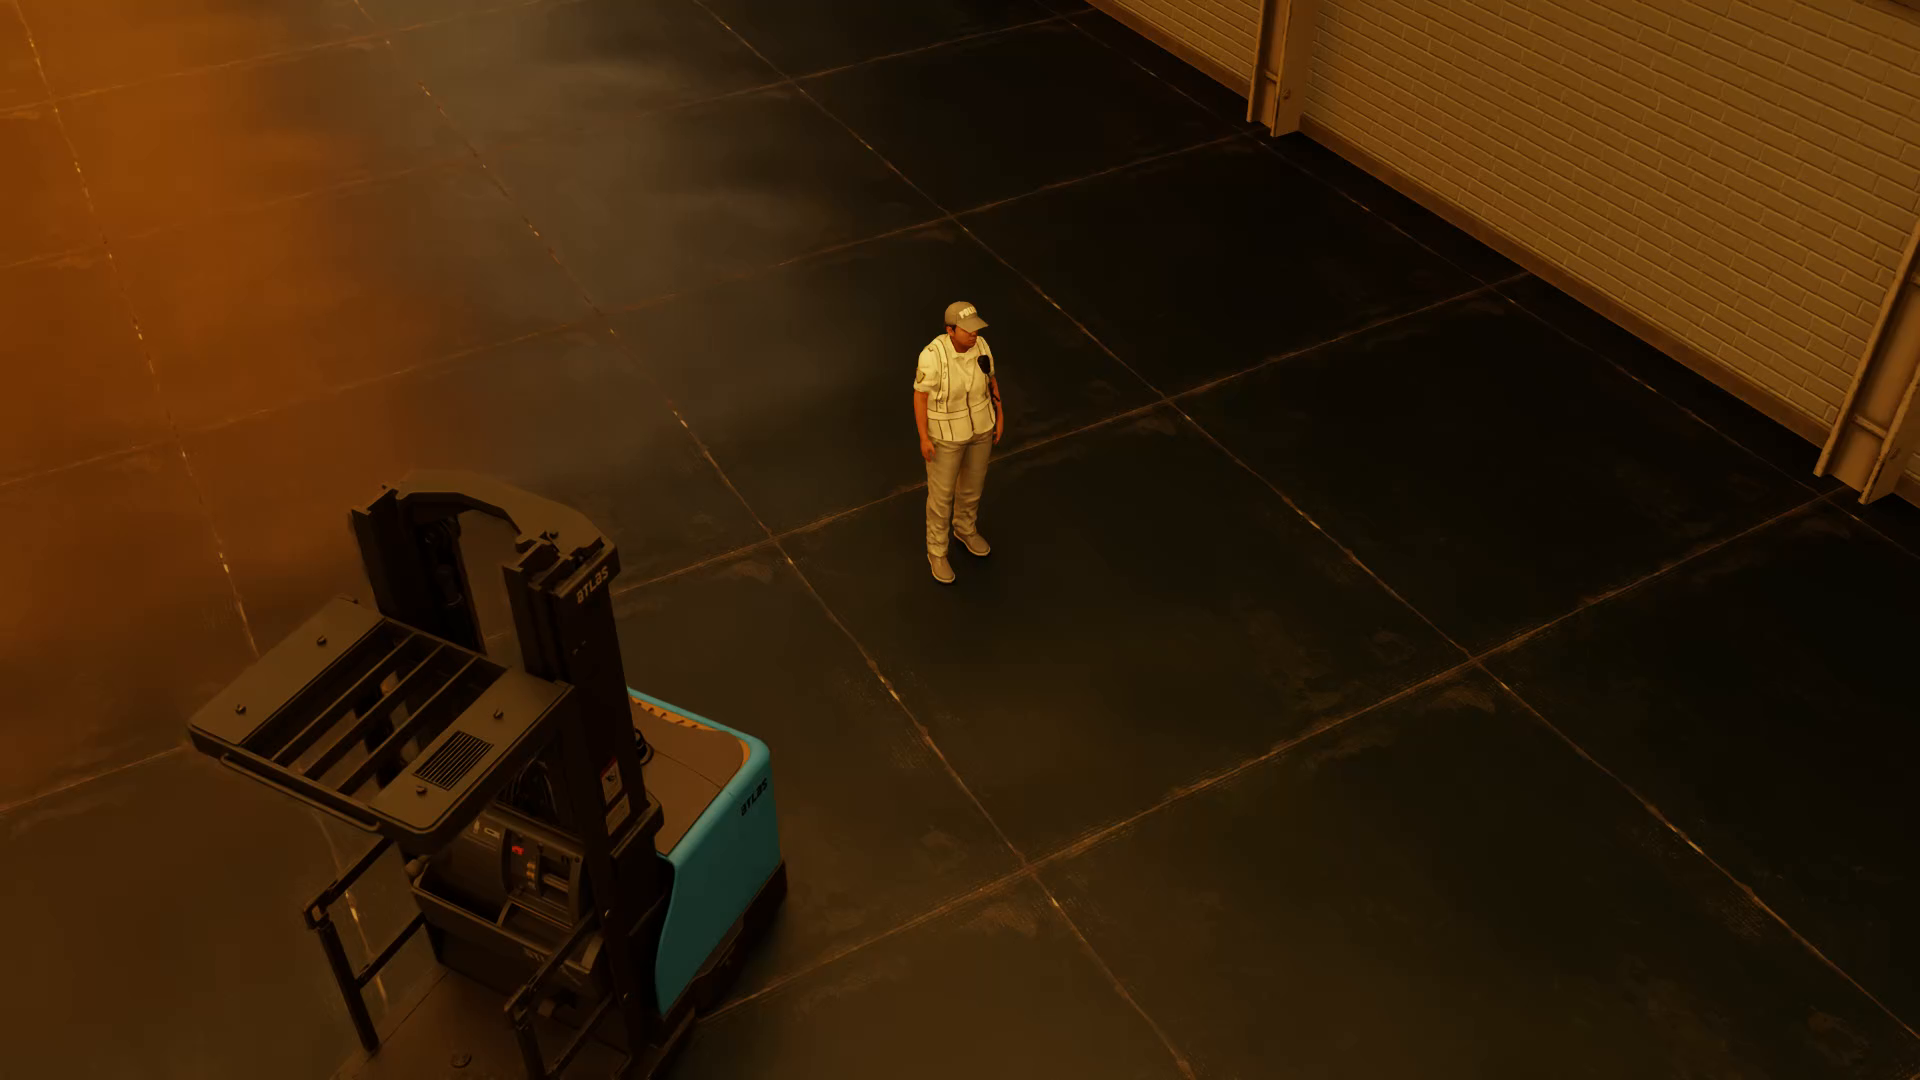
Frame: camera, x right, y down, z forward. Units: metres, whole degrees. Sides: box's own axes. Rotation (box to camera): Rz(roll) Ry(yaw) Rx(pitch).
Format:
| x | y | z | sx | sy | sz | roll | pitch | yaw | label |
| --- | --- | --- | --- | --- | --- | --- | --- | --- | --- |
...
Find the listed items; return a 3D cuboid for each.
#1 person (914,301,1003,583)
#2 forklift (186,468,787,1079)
| x | y | z | sx | sy | sz | roll | pitch | yaw | label |
| --- | --- | --- | --- | --- | --- | --- | --- | --- | --- |
| 0.019 | -0.598 | 9.735 | 0.598 | 1.670 | 0.529 | -20 | 44 | -23 | person |
| -1.969 | 1.316 | 6.450 | 1.130 | 2.935 | 3.031 | 18 | 43 | 21 | forklift |
